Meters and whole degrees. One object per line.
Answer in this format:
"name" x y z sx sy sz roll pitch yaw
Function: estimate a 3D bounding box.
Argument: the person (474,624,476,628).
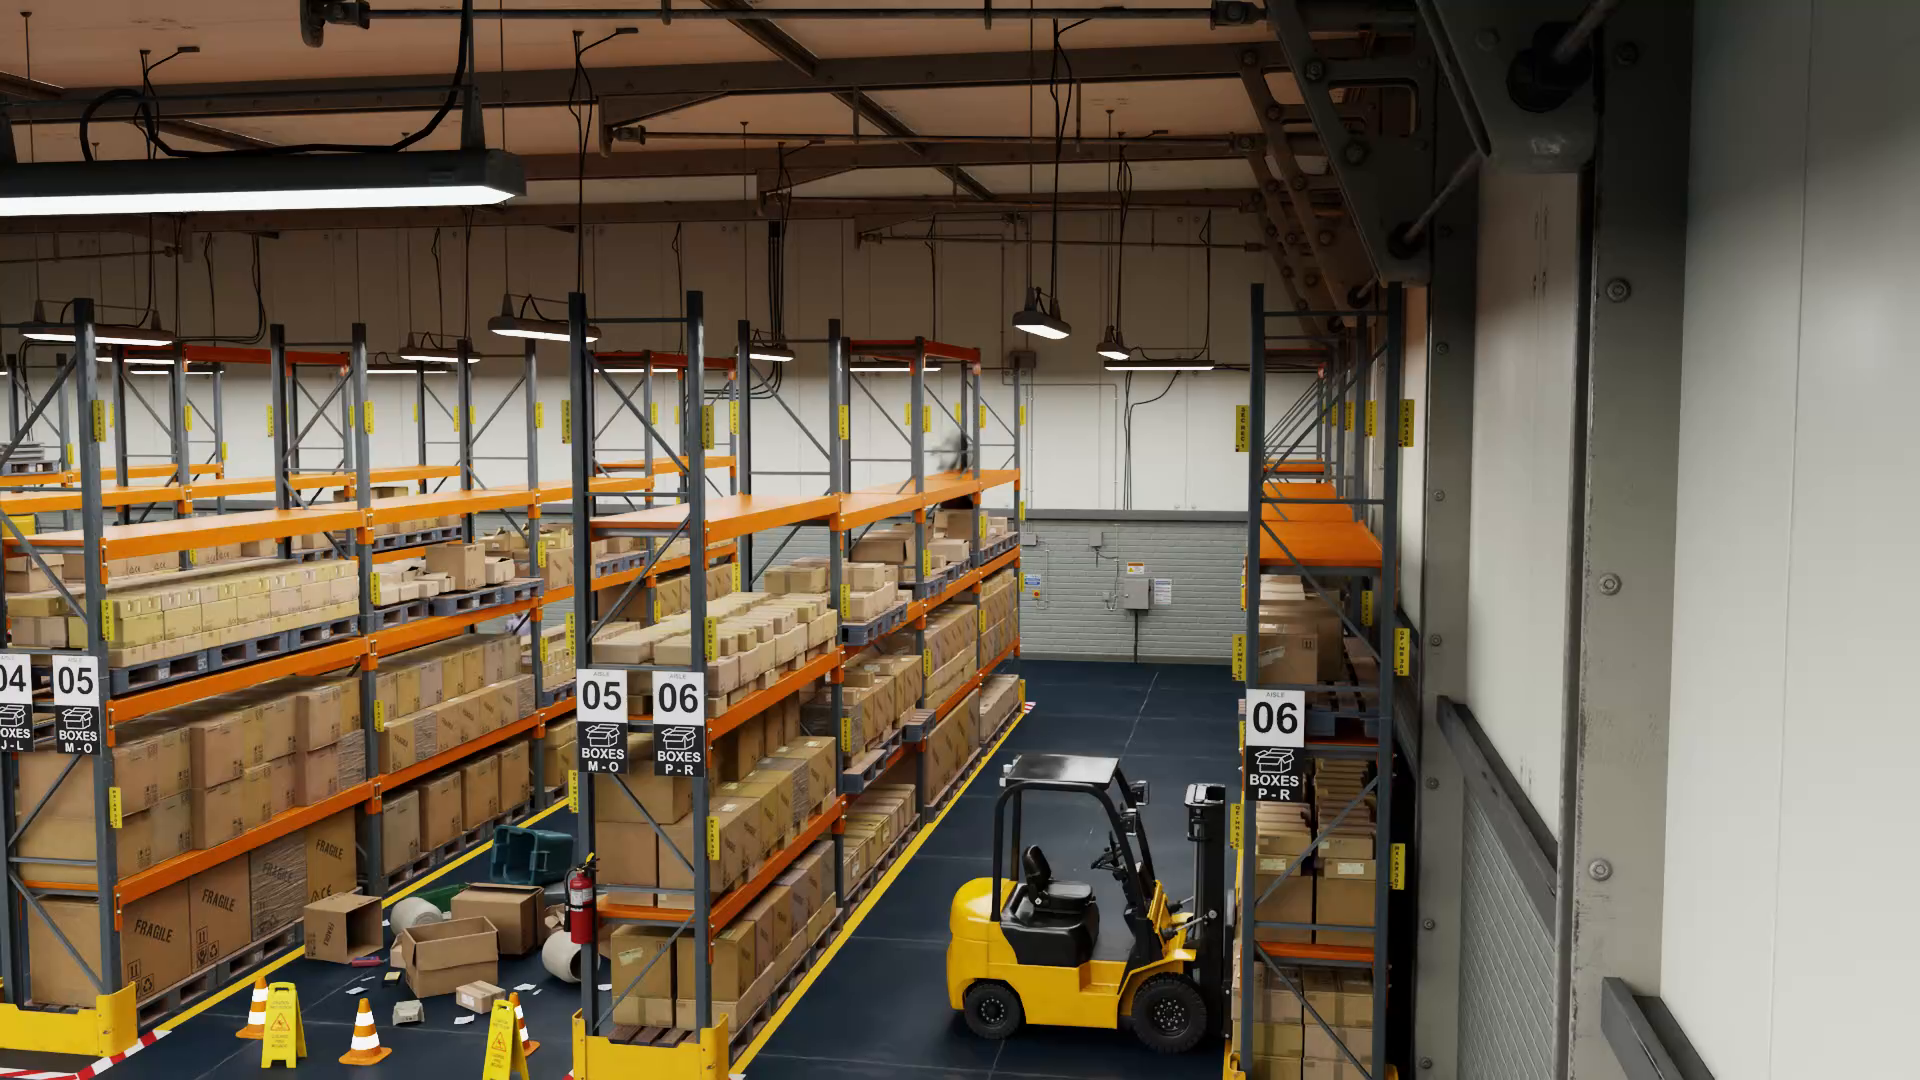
"person" -7.959 2.146 26.975 0.648 1.674 0.590 0 5 6

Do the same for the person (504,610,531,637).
"person" -7.975 1.949 30.331 0.651 1.564 0.563 -3 5 -30
